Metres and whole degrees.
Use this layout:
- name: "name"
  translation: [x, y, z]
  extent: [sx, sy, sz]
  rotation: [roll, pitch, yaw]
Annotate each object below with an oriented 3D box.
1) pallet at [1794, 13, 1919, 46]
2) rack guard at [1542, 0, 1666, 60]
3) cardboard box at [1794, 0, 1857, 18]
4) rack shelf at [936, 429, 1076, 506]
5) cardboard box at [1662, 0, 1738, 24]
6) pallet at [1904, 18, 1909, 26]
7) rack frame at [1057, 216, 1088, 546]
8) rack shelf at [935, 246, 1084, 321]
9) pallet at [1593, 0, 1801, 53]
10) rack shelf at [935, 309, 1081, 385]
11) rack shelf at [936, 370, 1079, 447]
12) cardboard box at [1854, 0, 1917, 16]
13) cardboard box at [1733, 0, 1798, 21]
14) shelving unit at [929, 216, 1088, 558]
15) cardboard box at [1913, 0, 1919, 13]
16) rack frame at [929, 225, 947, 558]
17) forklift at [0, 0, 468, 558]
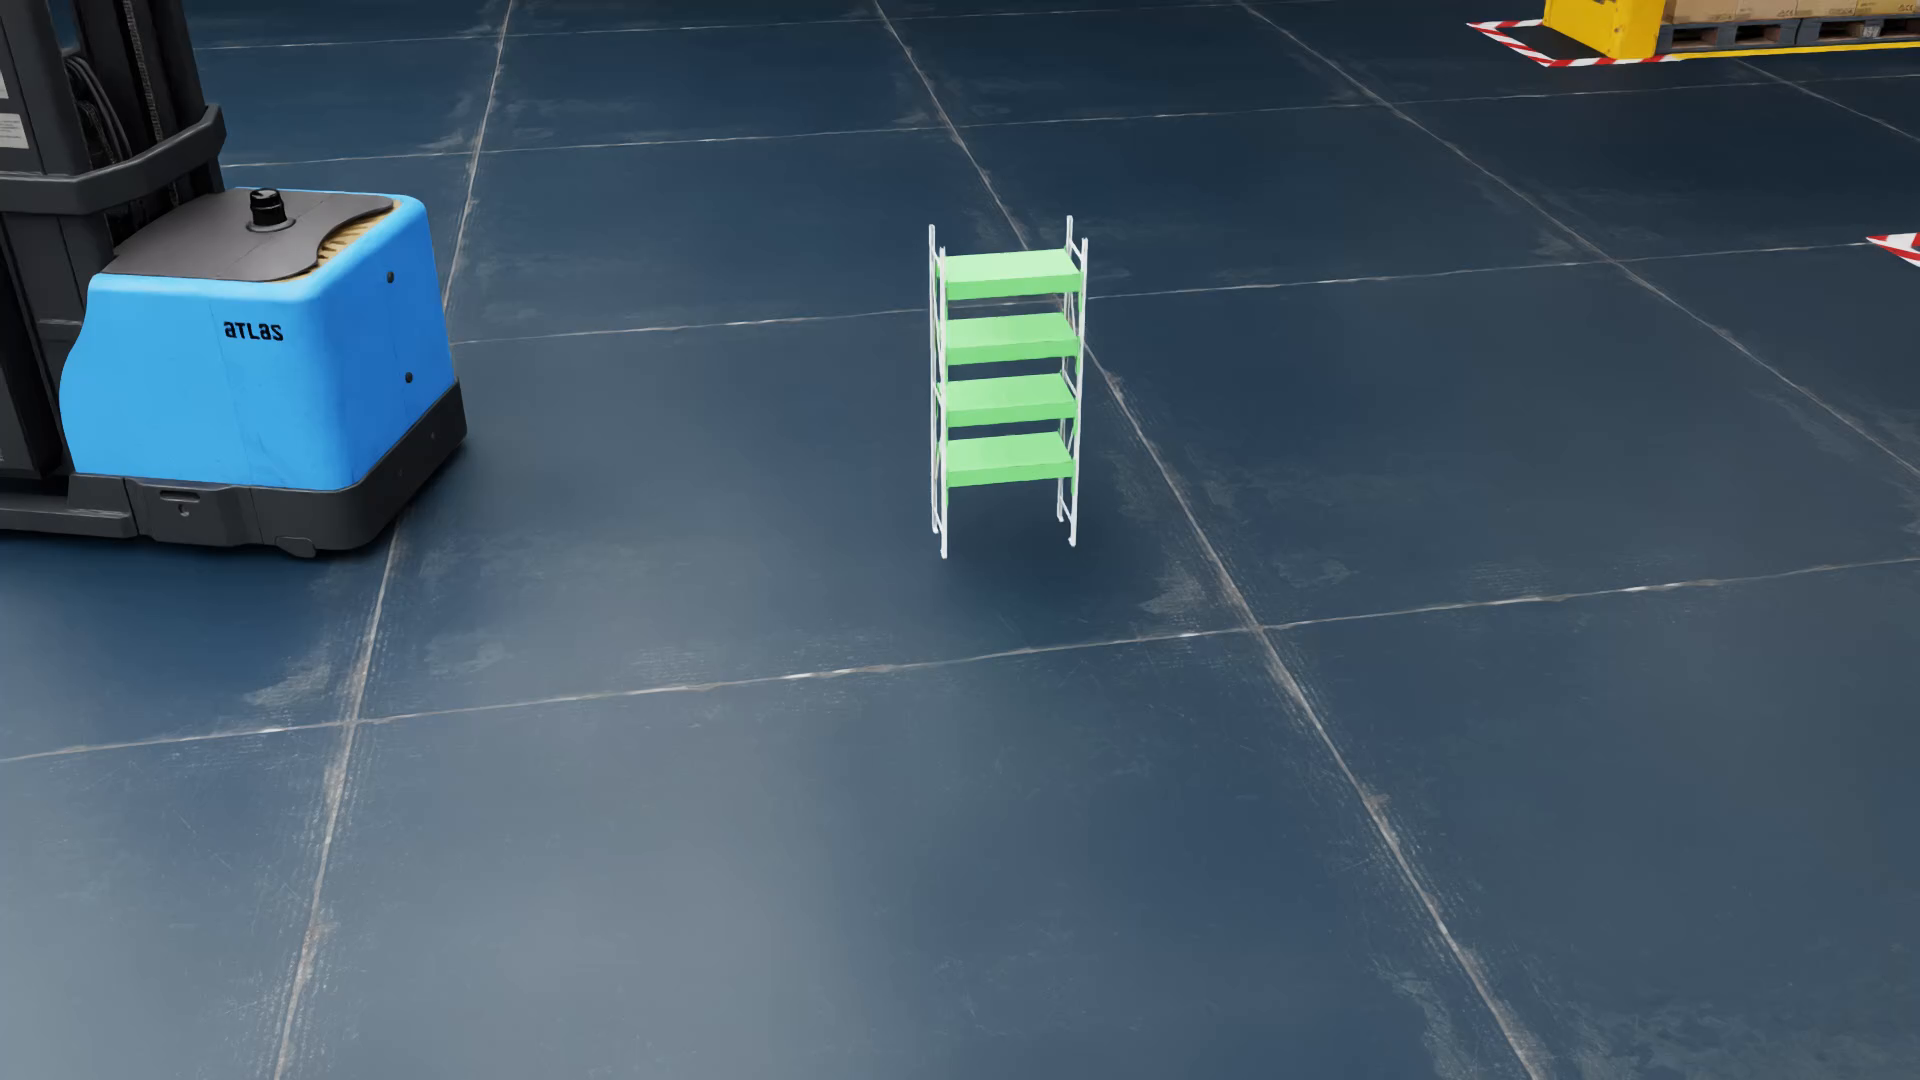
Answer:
- name: "pallet"
  translation: [6.864, -4.146, 13.092]
  extent: [1.213, 0.211, 1.003]
  rotation: [-5, 31, -9]
- name: "rack guard"
  translation: [4.898, -4.068, 12.675]
  extent: [0.348, 0.500, 1.175]
  rotation: [-5, 31, -9]
- name: "cardboard box"
  translation: [6.472, -4.174, 12.688]
  extent: [0.500, 0.250, 0.500]
  rotation: [-5, 31, -9]
- name: "rack shelf"
  translation: [0.163, -0.270, 6.126]
  extent: [0.480, 0.148, 0.258]
  rotation: [-5, 31, -9]
- name: "cardboard box"
  translation: [5.489, -4.081, 12.530]
  extent: [0.500, 0.250, 0.500]
  rotation: [-5, 31, -9]
- name: "pallet"
  translation: [8.066, -4.259, 13.285]
  extent: [1.213, 0.211, 1.003]
  rotation: [-5, 31, -9]
- name: "rack frame"
  translation: [0.403, -0.555, 6.009]
  extent: [0.015, 1.200, 0.240]
  rotation: [-5, 31, -9]
- name: "rack shelf"
  translation: [0.163, -0.891, 5.761]
  extent: [0.480, 0.148, 0.258]
  rotation: [-5, 31, -9]
- name: "pallet"
  translation: [5.666, -4.036, 12.906]
  extent: [1.213, 0.211, 1.003]
  rotation: [-5, 31, -9]
- name: "rack shelf"
  translation: [0.163, -0.684, 5.882]
  extent: [0.480, 0.148, 0.258]
  rotation: [-5, 31, -9]
- name: "rack shelf"
  translation: [0.163, -0.477, 6.004]
  extent: [0.480, 0.148, 0.258]
  rotation: [-5, 31, -9]
- name: "cardboard box"
  translation: [6.965, -4.217, 12.762]
  extent: [0.500, 0.250, 0.500]
  rotation: [-5, 31, -9]
- name: "cardboard box"
  translation: [5.980, -4.129, 12.611]
  extent: [0.500, 0.250, 0.500]
  rotation: [-5, 31, -9]
- name: "shelving unit"
  translation: [0.163, -0.532, 5.972]
  extent: [0.503, 1.200, 0.258]
  rotation: [-5, 31, -9]
- name: "cardboard box"
  translation: [7.456, -4.263, 12.840]
  extent: [0.500, 0.250, 0.500]
  rotation: [-5, 31, -9]
- name: "rack frame"
  translation: [-0.077, -0.510, 5.934]
  extent: [0.015, 1.200, 0.240]
  rotation: [-5, 31, -9]
- name: "forklift"
  translation: [-3.592, -1.531, 5.962]
  extent: [3.031, 2.935, 1.130]
  rotation: [4, 31, 7]
